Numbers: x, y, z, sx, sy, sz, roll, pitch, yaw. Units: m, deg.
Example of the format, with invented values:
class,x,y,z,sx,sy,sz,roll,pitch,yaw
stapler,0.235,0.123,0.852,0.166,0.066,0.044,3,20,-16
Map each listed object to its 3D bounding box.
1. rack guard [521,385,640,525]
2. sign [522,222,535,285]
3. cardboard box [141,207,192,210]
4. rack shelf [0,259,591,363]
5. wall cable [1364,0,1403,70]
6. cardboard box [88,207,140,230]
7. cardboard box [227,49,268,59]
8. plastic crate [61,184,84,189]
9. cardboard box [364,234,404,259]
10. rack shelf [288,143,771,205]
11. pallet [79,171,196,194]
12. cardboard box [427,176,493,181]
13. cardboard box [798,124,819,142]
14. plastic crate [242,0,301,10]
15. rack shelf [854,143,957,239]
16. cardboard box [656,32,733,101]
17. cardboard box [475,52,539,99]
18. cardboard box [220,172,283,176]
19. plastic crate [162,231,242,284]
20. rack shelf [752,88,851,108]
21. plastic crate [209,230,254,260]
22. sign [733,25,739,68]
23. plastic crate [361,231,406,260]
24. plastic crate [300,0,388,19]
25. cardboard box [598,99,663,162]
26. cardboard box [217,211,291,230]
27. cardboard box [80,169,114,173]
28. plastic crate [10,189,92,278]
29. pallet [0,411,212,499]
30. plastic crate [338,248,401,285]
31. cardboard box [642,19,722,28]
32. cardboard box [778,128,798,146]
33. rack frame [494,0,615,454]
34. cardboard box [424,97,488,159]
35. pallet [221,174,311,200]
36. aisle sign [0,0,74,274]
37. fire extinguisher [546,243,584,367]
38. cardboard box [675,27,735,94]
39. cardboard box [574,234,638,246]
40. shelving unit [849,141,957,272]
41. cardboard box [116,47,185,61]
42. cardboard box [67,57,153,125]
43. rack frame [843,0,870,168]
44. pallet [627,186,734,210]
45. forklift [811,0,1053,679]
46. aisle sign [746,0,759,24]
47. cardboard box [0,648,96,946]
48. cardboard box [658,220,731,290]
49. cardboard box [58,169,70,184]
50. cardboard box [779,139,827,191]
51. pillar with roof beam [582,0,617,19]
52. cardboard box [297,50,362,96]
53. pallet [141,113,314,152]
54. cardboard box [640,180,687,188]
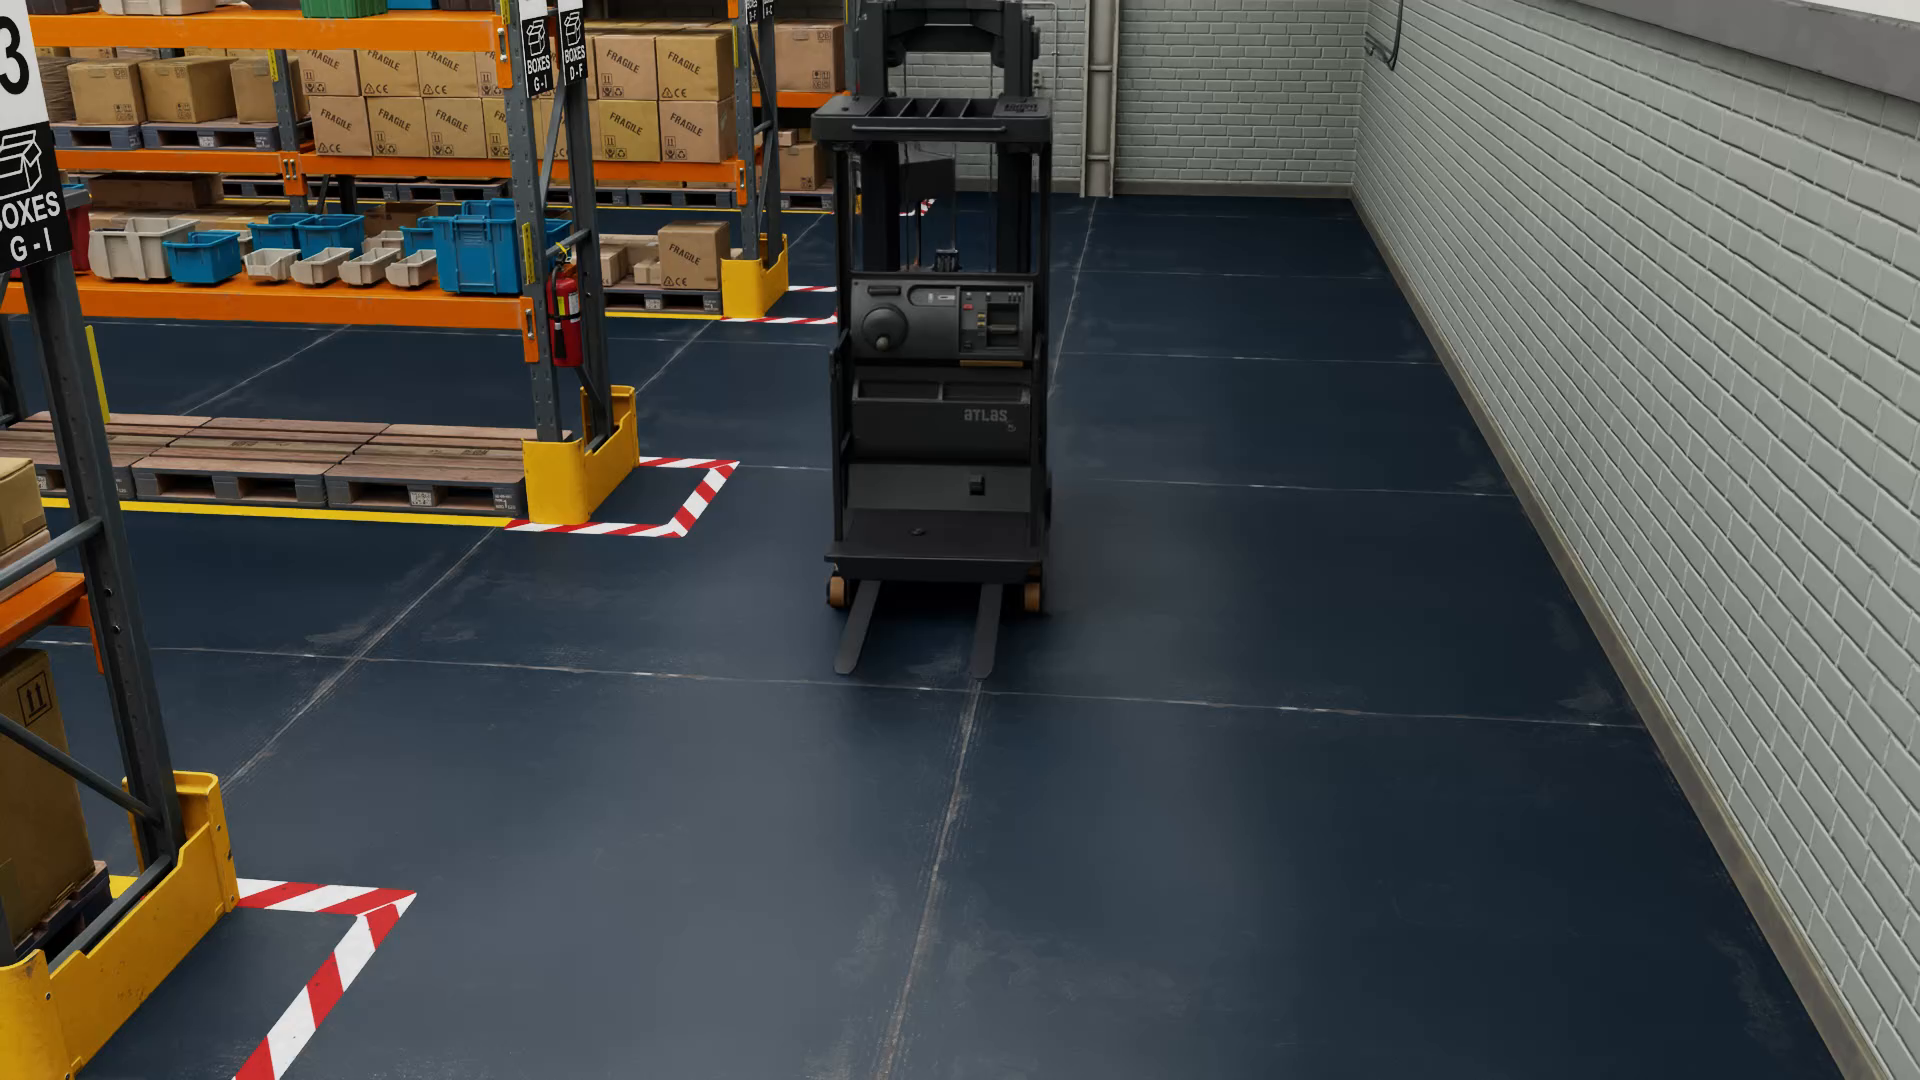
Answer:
class,x,y,z,sx,sy,sz,roll,pitch,yaw
rack guard,-2.287,-0.535,10.113,0.348,0.500,1.175,2,22,6
sign,-2.361,-1.568,9.105,0.005,0.325,0.100,2,22,6
cardboard box,-7.176,-2.871,15.422,0.500,0.500,0.500,3,22,7
rack shelf,-4.299,-1.446,9.995,4.000,0.370,1.077,2,22,6
wall cable,4.428,-6.282,17.312,0.112,2.526,3.097,2,22,6
cardboard box,-7.715,-2.702,14.995,0.500,0.500,0.500,2,22,4
cardboard box,-8.120,-5.711,19.237,0.500,0.500,0.500,3,22,8
plastic crate,-5.781,-1.992,10.338,0.575,0.384,0.392,2,22,6
cardboard box,-5.307,-2.532,14.824,0.500,0.311,0.500,2,22,6
rack shelf,-3.712,-3.254,14.569,4.000,0.370,1.077,2,22,6
pallet,-9.867,-4.395,20.269,1.213,0.211,1.003,2,22,6
cardboard box,-5.780,-4.660,19.500,0.750,0.750,0.750,3,22,7
cardboard box,-1.706,-4.707,19.212,0.250,0.149,0.380,3,22,7
plastic crate,-3.798,-3.226,9.525,0.767,0.338,0.504,2,22,6
rack shelf,-0.339,-2.058,9.923,0.480,0.518,0.431,-16,26,-34
cardboard box,-2.200,-3.932,13.811,0.500,0.500,0.500,2,22,6
cardboard box,-3.728,-3.997,13.974,0.500,0.500,0.500,3,22,8
cardboard box,-8.376,-4.773,19.785,0.750,0.750,0.750,2,22,6
plastic crate,-4.382,-1.639,9.652,0.300,0.233,0.416,2,22,6
rack shelf,-3.133,-5.063,19.145,4.000,0.370,1.077,2,22,6
plastic crate,-4.520,-1.807,10.207,0.466,0.136,0.293,2,22,6
sign,-1.811,-3.986,13.437,0.005,0.325,0.100,2,22,6
plastic crate,-3.502,-1.803,10.199,0.298,0.136,0.250,2,22,6
plastic crate,-3.326,-2.929,8.976,0.336,0.188,0.450,2,22,6
cardboard box,-2.719,-3.490,14.051,0.500,0.500,0.500,3,22,7
cardboard box,-6.222,-2.634,14.824,0.500,0.500,0.500,2,22,6
cardboard box,-10.310,-4.776,20.242,0.500,0.500,0.700,2,22,6
plastic crate,-5.428,-1.794,9.730,0.583,0.464,0.402,2,22,6
pallet,-5.550,-0.552,10.550,1.213,0.211,1.003,2,22,6
plastic crate,-3.430,-1.586,9.649,0.243,0.136,0.396,2,22,6
cardboard box,-3.134,-5.533,18.946,0.700,0.700,0.980,1,22,4
cardboard box,-2.003,-4.578,18.887,0.250,0.149,0.380,2,22,6
rack frame,-2.313,-1.694,9.644,0.127,3.000,1.000,2,22,6
cardboard box,-4.219,-3.557,14.220,0.500,0.500,0.500,2,22,6
pallet,-8.317,-4.299,20.026,1.213,0.211,1.003,2,22,6
aisle sign,-2.789,-1.201,4.861,0.004,0.787,0.394,2,22,6
fire extinguisher,-2.216,-1.312,9.291,0.183,0.674,0.296,2,22,6
cardboard box,-2.136,-4.129,14.308,0.500,0.500,0.500,3,22,8
cardboard box,-3.226,-2.598,15.074,0.500,0.250,0.500,2,22,6
shelving unit,-0.339,-1.420,10.175,0.503,2.100,0.431,-16,26,-34
cardboard box,-9.559,-5.925,19.612,0.500,0.500,0.700,0,22,0
cardboard box,-7.460,-3.971,14.697,0.500,0.500,0.700,-3,22,-7
rack frame,-1.147,-5.311,18.793,0.127,3.000,1.000,2,22,6
pallet,-3.158,-4.074,19.457,1.213,0.211,1.003,2,22,6
forklift,-0.104,-1.113,8.268,1.130,2.935,3.031,2,22,4
aisle sign,-1.694,-4.596,13.450,0.004,0.787,0.394,2,22,6
cardboard box,-3.541,0.909,5.380,0.875,0.875,0.875,2,22,6
cardboard box,-2.295,-2.478,14.429,0.500,0.500,0.500,2,22,6
cardboard box,-8.658,-3.283,15.447,0.500,0.250,0.500,3,22,8
cardboard box,-1.854,-4.338,19.160,0.500,0.500,0.700,2,22,6
pillar with roof beam,-4.829,-6.988,14.875,0.400,9.000,9.100,2,22,6
cardboard box,-5.264,-4.064,14.142,0.500,0.500,0.500,3,22,8
pallet,-6.479,-3.660,14.880,1.213,0.211,1.003,2,22,6
cardboard box,-3.381,-4.401,19.321,0.500,0.500,0.700,3,22,8
